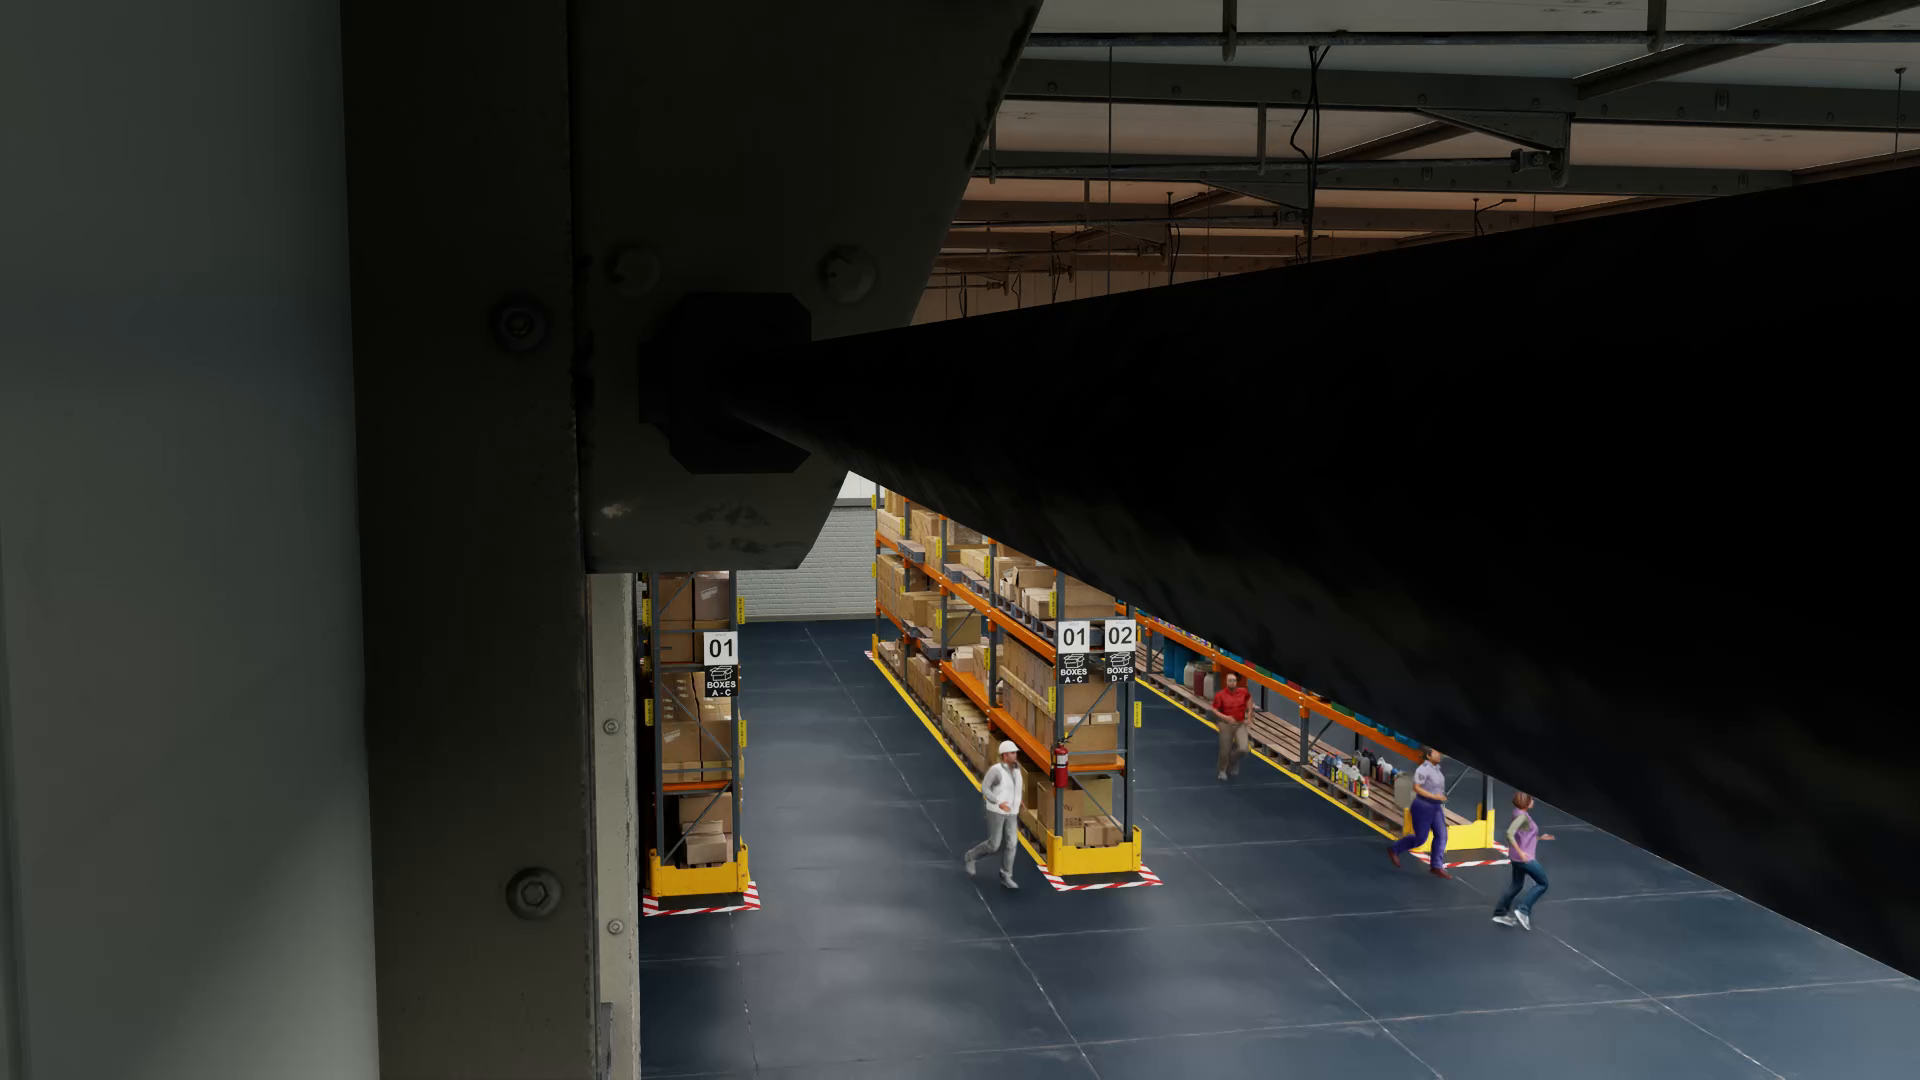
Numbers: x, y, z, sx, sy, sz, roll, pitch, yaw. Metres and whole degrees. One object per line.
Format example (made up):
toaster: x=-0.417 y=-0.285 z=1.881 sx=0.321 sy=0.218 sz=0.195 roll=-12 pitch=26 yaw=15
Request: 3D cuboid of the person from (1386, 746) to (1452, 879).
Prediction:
person: x=5.843 y=3.382 z=20.911 sx=0.840 sy=1.641 sz=0.628 roll=5 pitch=8 yaw=40

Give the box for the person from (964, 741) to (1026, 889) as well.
person: x=0.540 y=3.353 z=20.594 sx=0.734 sy=1.752 sz=0.823 roll=-5 pitch=8 yaw=-43

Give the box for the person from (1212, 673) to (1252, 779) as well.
person: x=4.194 y=2.873 z=25.469 sx=0.687 sy=1.681 sz=0.769 roll=-1 pitch=6 yaw=-7

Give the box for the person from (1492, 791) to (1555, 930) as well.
person: x=6.372 y=3.607 z=18.773 sx=0.656 sy=1.586 sz=0.506 roll=0 pitch=6 yaw=5
